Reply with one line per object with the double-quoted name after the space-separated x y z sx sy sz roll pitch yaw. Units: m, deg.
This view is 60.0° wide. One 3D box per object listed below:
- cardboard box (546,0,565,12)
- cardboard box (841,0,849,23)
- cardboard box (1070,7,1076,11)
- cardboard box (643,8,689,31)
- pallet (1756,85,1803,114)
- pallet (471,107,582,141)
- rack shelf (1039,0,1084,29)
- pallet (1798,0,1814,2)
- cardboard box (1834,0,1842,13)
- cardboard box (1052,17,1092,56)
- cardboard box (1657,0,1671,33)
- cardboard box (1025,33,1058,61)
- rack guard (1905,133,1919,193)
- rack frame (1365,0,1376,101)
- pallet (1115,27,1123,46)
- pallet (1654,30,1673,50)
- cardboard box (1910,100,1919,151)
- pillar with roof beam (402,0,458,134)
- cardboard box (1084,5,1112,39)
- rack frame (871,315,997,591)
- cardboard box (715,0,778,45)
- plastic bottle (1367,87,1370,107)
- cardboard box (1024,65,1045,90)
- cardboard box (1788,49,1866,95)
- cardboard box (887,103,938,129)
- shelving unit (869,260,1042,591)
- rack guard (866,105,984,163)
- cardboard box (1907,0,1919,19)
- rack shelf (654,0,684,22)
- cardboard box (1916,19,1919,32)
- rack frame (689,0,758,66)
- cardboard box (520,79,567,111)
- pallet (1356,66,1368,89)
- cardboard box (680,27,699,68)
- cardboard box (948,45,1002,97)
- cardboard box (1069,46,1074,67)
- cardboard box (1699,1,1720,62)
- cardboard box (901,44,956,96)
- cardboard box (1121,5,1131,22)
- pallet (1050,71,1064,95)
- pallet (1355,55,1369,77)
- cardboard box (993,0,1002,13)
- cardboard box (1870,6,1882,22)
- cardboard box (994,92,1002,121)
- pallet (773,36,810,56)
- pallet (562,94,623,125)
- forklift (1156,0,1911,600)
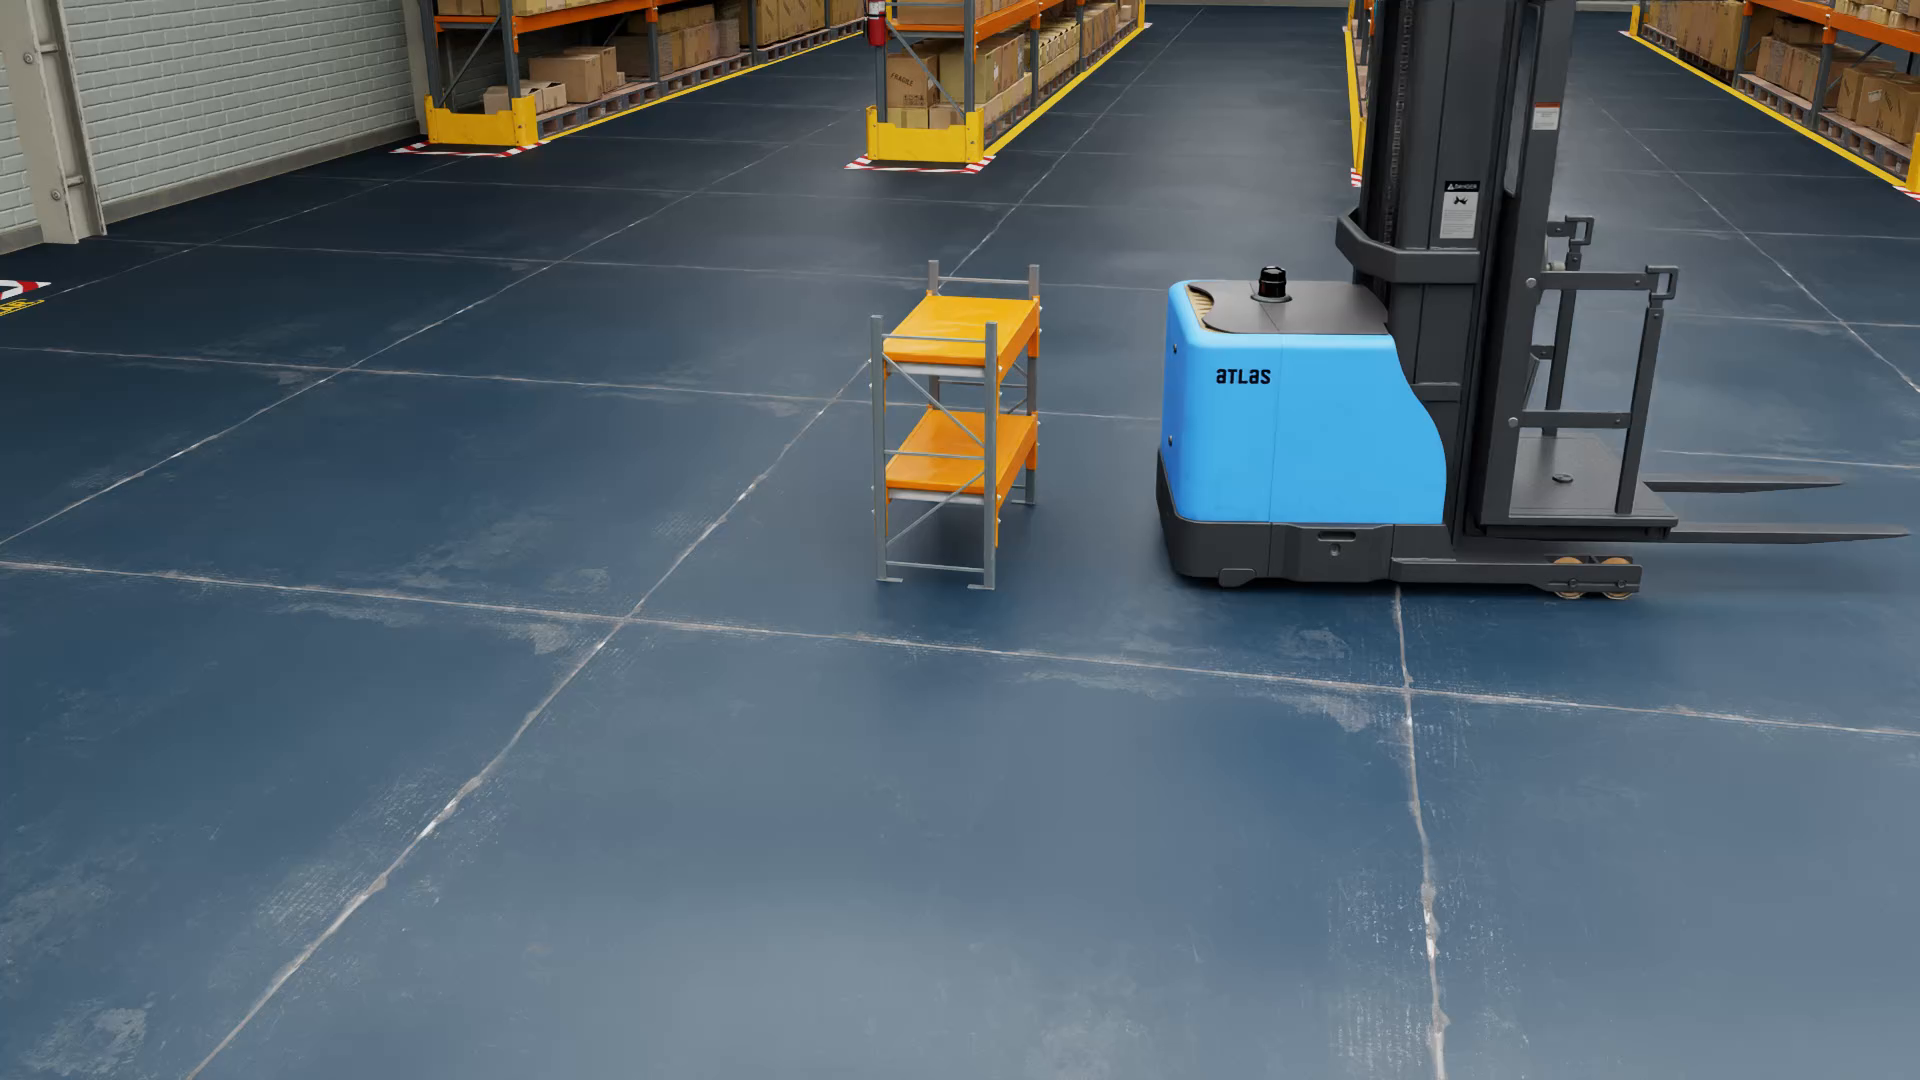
-4.699 -5.980 18.360 0.500 0.250 0.500 4 22 9 "cardboard box"
-2.394 -9.568 29.879 0.700 0.500 0.500 4 22 10 "cardboard box"
1.553 -8.215 26.494 0.500 0.500 0.500 5 22 12 "cardboard box"
-4.063 -7.172 22.901 0.500 0.250 0.500 4 22 9 "cardboard box"
10.566 -5.464 20.638 1.003 0.211 1.213 4 22 11 "pallet"
-4.986 -4.724 18.800 1.003 0.211 1.213 4 22 11 "pallet"
0.873 -7.179 22.127 1.077 0.370 4.000 4 22 11 "rack shelf"
10.614 -6.672 20.161 1.003 0.211 1.213 4 22 11 "pallet"
9.824 -5.853 18.207 0.380 0.149 0.250 4 22 11 "cardboard box"
1.654 -7.434 24.553 0.500 0.500 0.500 5 23 13 "cardboard box"
12.372 -9.050 28.091 0.875 0.875 0.875 4 22 11 "cardboard box"
1.005 -6.465 21.759 0.500 0.311 0.500 4 22 9 "cardboard box"
9.361 -3.430 15.202 1.175 0.500 0.348 4 22 11 "rack guard"
5.313 -6.403 19.236 1.000 3.000 0.127 4 22 11 "rack frame"
2.238 -8.665 28.586 1.003 0.211 1.213 4 22 11 "pallet"
12.273 -8.377 27.871 1.003 0.211 1.213 4 22 11 "pallet"
9.578 -4.046 16.168 0.500 0.500 0.500 11 24 25 "cardboard box"
-1.691 -8.471 16.342 9.100 9.000 0.400 4 22 11 "pillar with roof beam"
2.168 -8.369 26.876 0.500 0.500 0.500 5 22 11 "cardboard box"
-0.102 -0.338 6.688 0.500 1.125 0.032 4 22 11 "rack frame"
-3.291 -8.077 25.709 0.750 0.750 0.750 4 22 10 "cardboard box"
4.742 -5.114 18.994 0.144 0.351 0.185 5 22 12 "plastic bottle"
0.790 -5.829 20.931 0.500 0.250 0.500 4 22 10 "cardboard box"
10.538 -5.670 20.174 0.700 0.500 0.500 3 22 6 "cardboard box"
-0.531 -4.457 17.522 0.500 0.250 0.500 4 22 11 "cardboard box"
0.001 -0.524 7.150 0.538 1.125 1.048 4 22 11 "shelving unit"
-0.356 -4.150 16.989 1.175 0.500 0.348 4 22 11 "rack guard"
9.469 -5.137 15.563 0.875 0.500 0.500 4 22 11 "cardboard box"
-3.977 -7.555 23.061 1.077 0.370 4.000 4 22 11 "rack shelf"
9.412 -4.931 15.918 0.380 0.149 0.250 4 22 11 "cardboard box"
-3.569 -8.621 24.743 1.000 3.000 0.127 4 22 11 "rack frame"
-4.856 -5.106 19.028 0.500 0.311 0.500 6 23 15 "cardboard box"
5.933 -6.292 22.693 1.003 0.211 1.213 4 22 11 "pallet"
-4.052 -6.849 23.102 0.700 0.500 0.500 5 22 12 "cardboard box"
0.165 -5.132 18.195 0.500 0.500 0.500 4 22 11 "cardboard box"
1.311 -6.764 23.252 0.500 0.250 0.500 4 22 10 "cardboard box"
11.329 -7.273 23.680 1.225 0.875 0.875 5 22 11 "cardboard box"
-0.344 -5.171 18.294 0.500 0.500 0.500 4 22 11 "cardboard box"
2.820 -9.536 30.108 0.500 0.250 0.500 4 22 11 "cardboard box"
0.824 -6.208 22.485 1.003 0.211 1.213 4 22 11 "pallet"
6.249 -6.863 24.113 1.003 0.211 1.213 4 22 11 "pallet"
0.069 -6.101 18.353 0.700 0.500 0.500 5 23 13 "cardboard box"
9.593 -5.394 17.067 0.380 0.149 0.250 4 22 11 "cardboard box"
0.177 -4.783 18.333 0.500 0.250 0.500 4 22 11 "cardboard box"
-3.084 -8.055 27.070 1.003 0.211 1.213 4 22 11 "pallet"
-4.735 -5.168 19.904 1.003 0.211 1.213 4 22 11 "pallet"
2.403 -1.320 6.709 3.031 2.935 1.130 1 22 2 "forklift"
